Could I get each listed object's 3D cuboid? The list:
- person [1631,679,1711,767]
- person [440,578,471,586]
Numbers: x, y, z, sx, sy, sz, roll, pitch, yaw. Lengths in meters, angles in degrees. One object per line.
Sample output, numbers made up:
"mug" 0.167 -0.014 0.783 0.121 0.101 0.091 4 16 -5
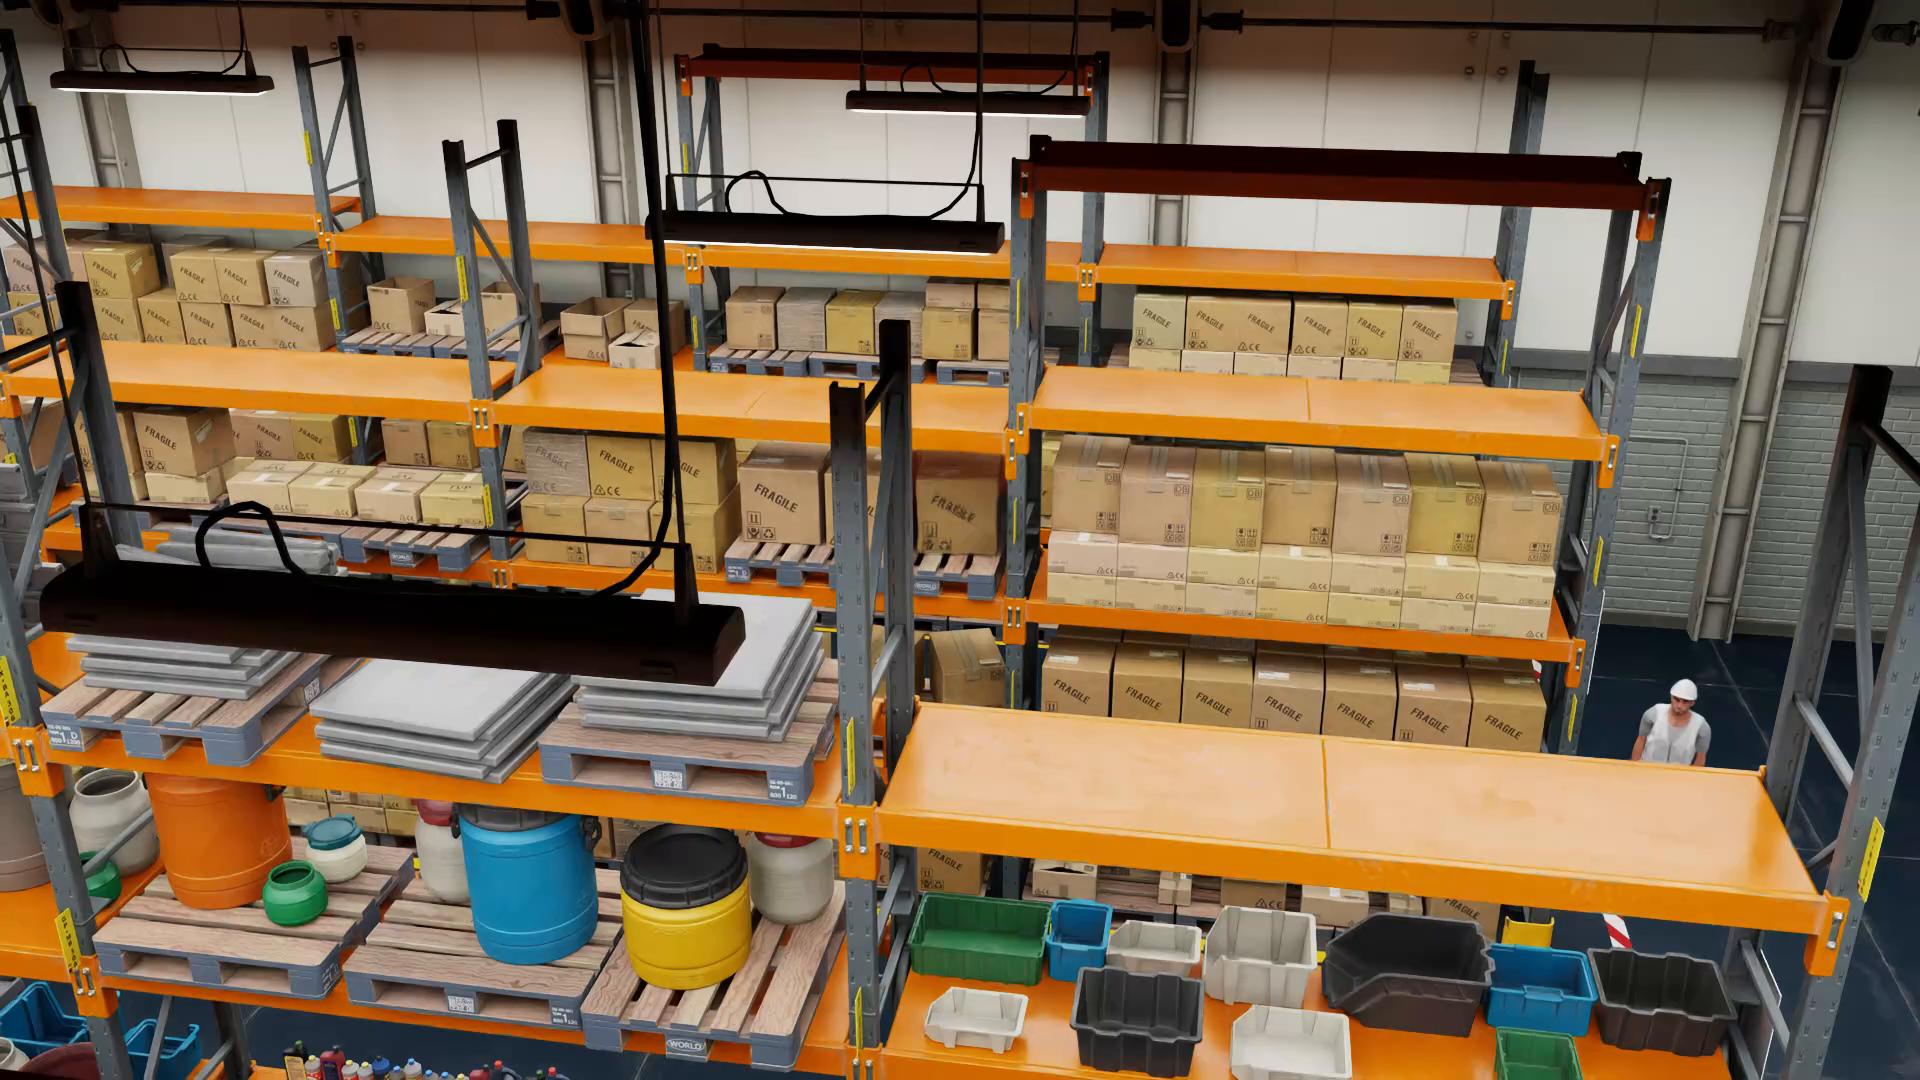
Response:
"person" 5.718 1.904 13.544 0.583 1.790 0.504 4 23 9
"person" -5.157 0.683 16.637 0.690 1.687 0.466 -5 24 -12
